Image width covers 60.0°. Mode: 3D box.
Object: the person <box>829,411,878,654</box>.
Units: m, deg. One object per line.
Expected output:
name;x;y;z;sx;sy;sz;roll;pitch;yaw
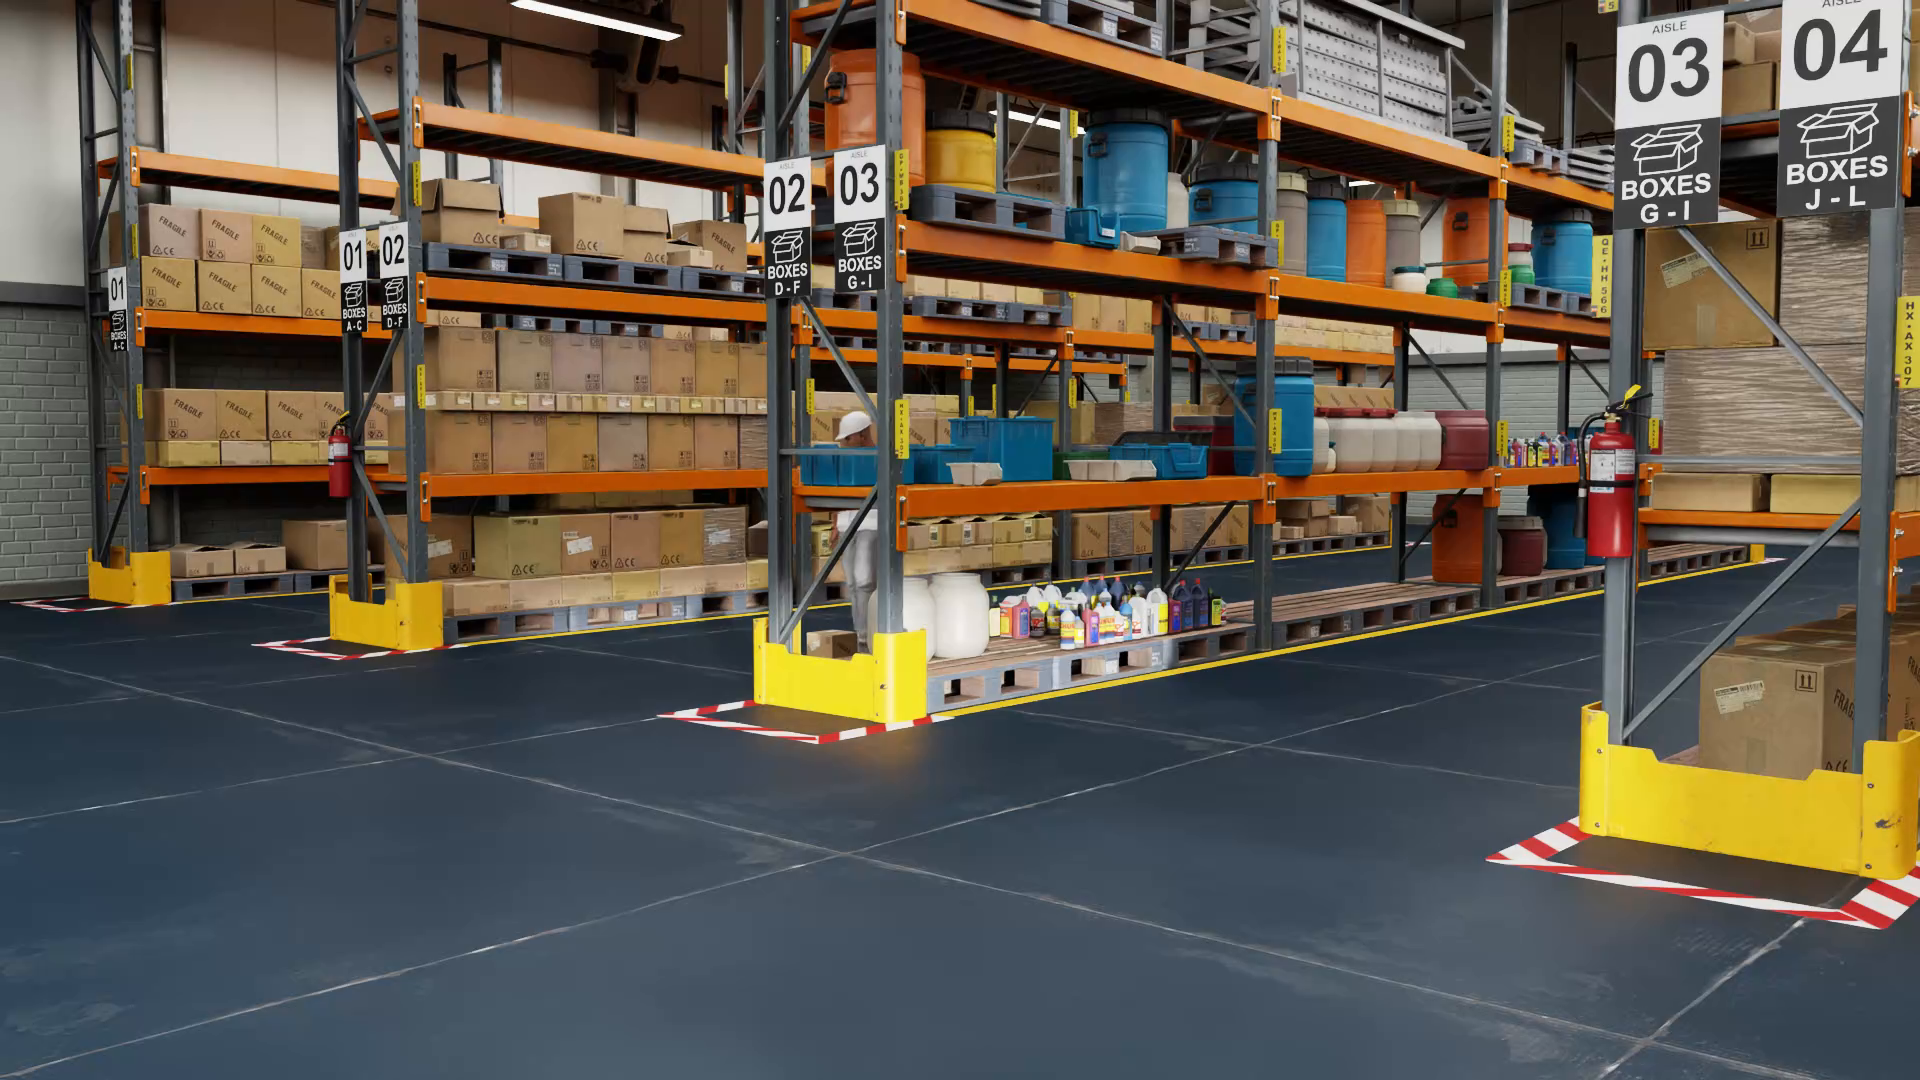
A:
person;-0.762;-0.026;11.980;0.615;1.801;0.550;3;5;42
